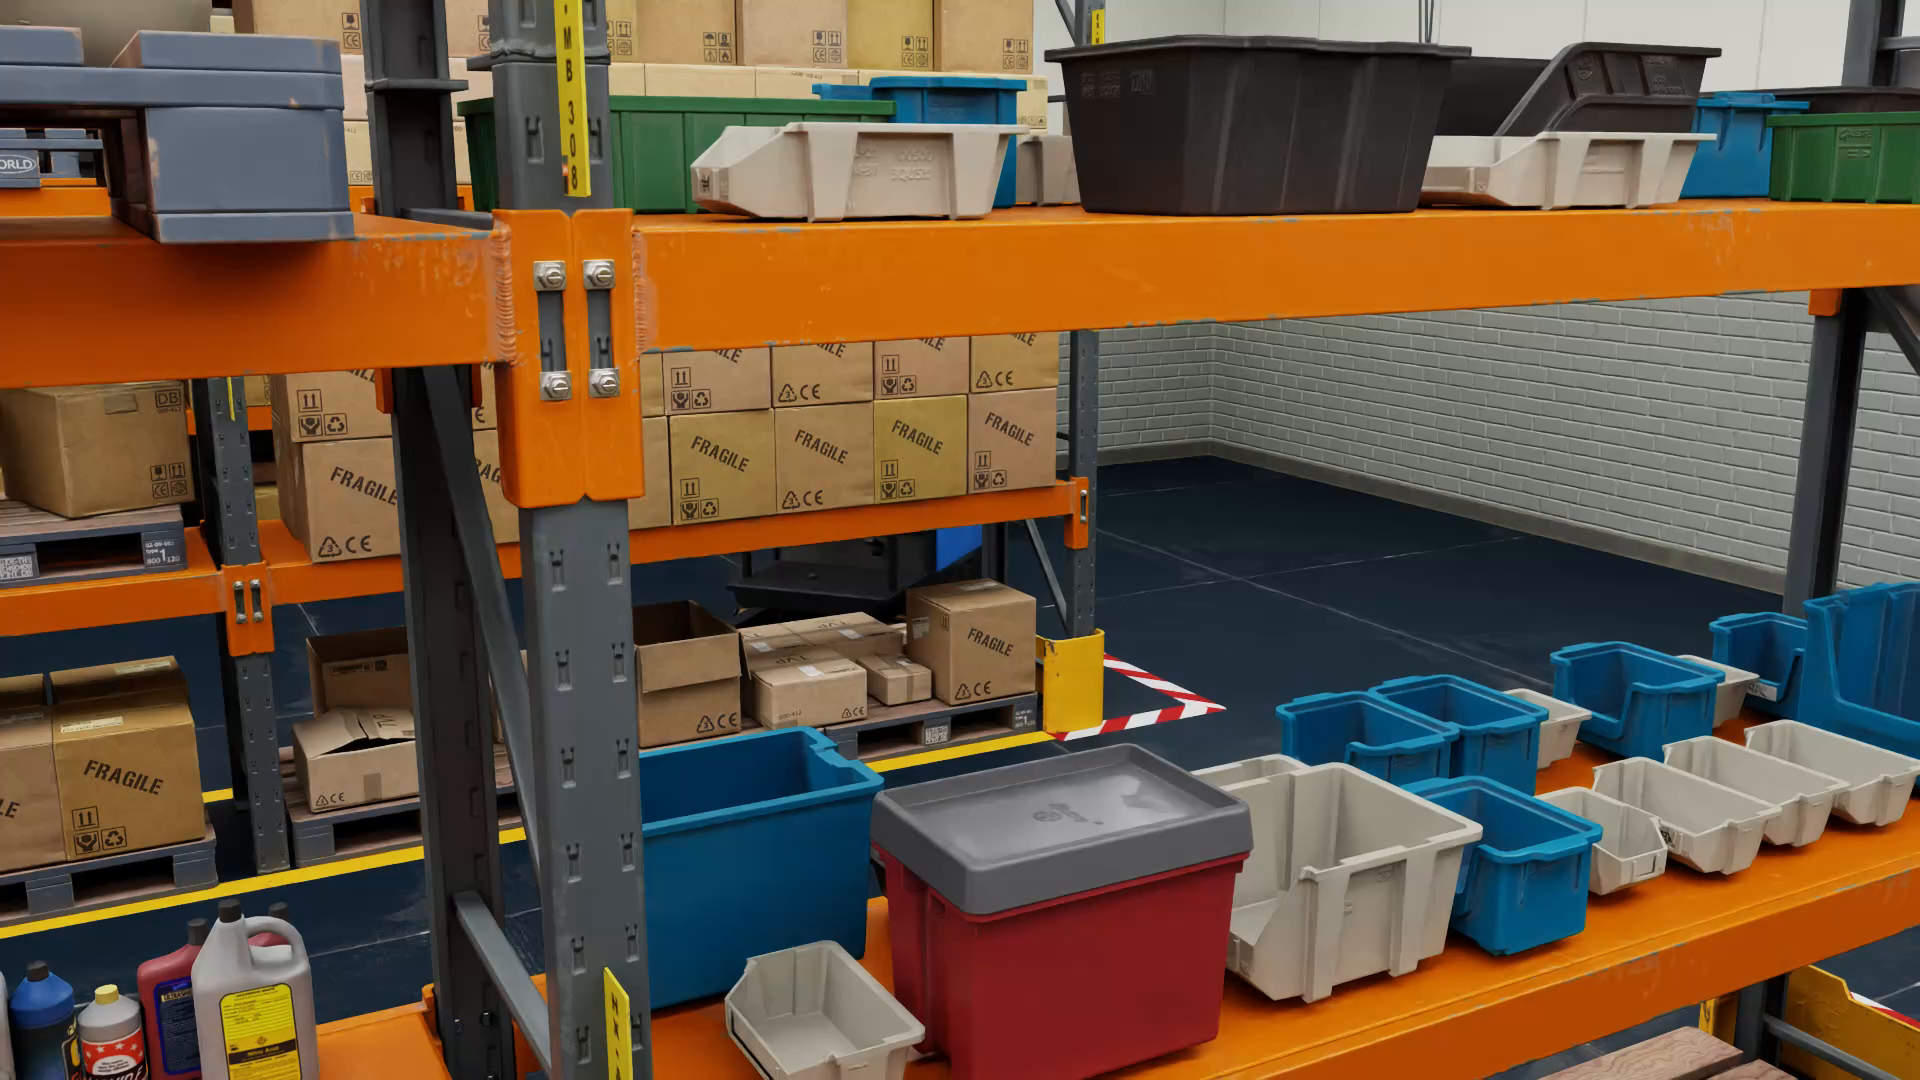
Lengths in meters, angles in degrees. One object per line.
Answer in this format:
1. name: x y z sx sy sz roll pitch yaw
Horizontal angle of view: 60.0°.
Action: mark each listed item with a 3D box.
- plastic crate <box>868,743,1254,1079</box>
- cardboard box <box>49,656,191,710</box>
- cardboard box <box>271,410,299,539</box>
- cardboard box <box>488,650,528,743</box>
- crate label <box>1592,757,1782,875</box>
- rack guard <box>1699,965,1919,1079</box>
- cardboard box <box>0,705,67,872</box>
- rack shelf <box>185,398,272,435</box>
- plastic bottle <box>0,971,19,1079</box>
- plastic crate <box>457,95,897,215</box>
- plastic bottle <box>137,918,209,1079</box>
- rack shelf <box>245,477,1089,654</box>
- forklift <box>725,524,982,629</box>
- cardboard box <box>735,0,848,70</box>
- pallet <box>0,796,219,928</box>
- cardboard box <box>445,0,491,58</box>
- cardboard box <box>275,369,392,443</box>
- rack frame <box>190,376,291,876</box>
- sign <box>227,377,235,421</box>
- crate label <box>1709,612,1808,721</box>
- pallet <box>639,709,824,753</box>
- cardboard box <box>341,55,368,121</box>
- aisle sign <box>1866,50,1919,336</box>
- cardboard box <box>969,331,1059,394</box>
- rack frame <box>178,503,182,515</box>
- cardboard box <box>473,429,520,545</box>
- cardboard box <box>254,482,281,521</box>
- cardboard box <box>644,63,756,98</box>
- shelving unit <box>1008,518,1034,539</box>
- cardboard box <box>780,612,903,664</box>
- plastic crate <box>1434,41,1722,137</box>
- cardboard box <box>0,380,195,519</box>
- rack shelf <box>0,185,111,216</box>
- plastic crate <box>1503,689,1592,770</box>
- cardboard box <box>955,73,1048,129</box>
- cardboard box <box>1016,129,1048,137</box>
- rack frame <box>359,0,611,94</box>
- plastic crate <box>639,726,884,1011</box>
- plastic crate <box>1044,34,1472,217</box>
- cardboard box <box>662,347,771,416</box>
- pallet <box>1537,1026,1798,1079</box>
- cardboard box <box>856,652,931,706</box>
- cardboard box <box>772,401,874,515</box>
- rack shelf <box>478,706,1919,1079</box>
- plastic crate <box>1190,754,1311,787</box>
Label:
1. plastic crate: 0.177 0.679 2.977 0.583 0.464 0.402 -7 14 -28
2. cardboard box: -3.639 0.839 7.240 0.500 0.500 0.500 -8 15 -30
3. cardboard box: -2.782 -0.320 7.474 0.500 0.500 0.500 -7 14 -27
4. cardboard box: -2.075 0.734 8.138 0.500 0.311 0.500 -7 14 -28
5. crate label: 1.660 0.646 3.869 0.243 0.136 0.396 -7 14 -28
6. rack guard: 2.798 1.579 4.954 0.348 0.500 1.175 -7 14 -28
7. cardboard box: -3.831 0.993 6.557 0.500 0.500 0.500 -7 14 -28
8. rack shelf: -3.719 -0.983 12.285 4.000 0.370 1.077 -7 14 -28
9. plastic bottle: -1.637 0.860 2.740 0.135 0.276 0.152 -7 14 -28
10. plastic crate: -0.500 -0.678 2.938 0.662 0.188 0.450 -7 14 -28
11. plastic bottle: -1.371 0.813 2.932 0.133 0.283 0.061 -7 14 -28
12. rack shelf: -1.342 -0.029 8.045 4.000 0.370 1.077 -7 14 -28
13. forklift: -0.781 -0.864 10.274 1.130 2.935 3.031 5 13 20
14. cardboard box: -0.897 -2.424 7.710 0.500 0.500 0.700 -7 14 -28
15. pallet: -3.793 1.284 6.925 1.213 0.211 1.003 -7 14 -28
16. cardboard box: -2.182 -2.253 6.953 0.500 0.500 0.700 -7 14 -28
17. cardboard box: -2.549 -0.702 6.890 0.500 0.500 0.500 -6 14 -26
18. rack frame: -3.097 -0.170 7.031 0.127 3.000 1.000 -7 14 -28
19. sign: -2.828 -0.628 6.430 0.005 0.325 0.100 -7 14 -28
20. crate label: 2.409 0.379 4.836 0.303 0.233 0.416 -7 14 -28
21. pallet: -1.422 0.990 8.232 1.213 0.211 1.003 -7 14 -28
22. cardboard box: -2.552 -1.807 6.678 0.500 0.250 0.500 -7 14 -28
23. aisle sign: 2.704 -0.969 4.660 0.004 0.787 0.394 -7 14 -28
24. cardboard box: 0.155 -1.027 8.337 0.500 0.500 0.500 -7 14 -28
25. rack frame: -5.474 -1.124 11.271 0.127 3.000 1.000 -7 14 -28
26. cardboard box: -2.072 -0.274 7.267 0.500 0.500 0.500 -7 14 -27
27. cardboard box: -4.769 -0.168 11.761 0.500 0.500 0.700 -7 14 -27
28. cardboard box: -1.230 -1.963 7.371 0.500 0.250 0.500 -7 14 -28
29. shelving unit: 0.006 -0.549 12.989 1.048 1.125 0.538 -7 14 -28
30. cardboard box: -0.639 0.592 8.910 0.500 0.250 0.500 -7 14 -28
31. plastic crate: 1.311 -0.961 3.856 0.767 0.338 0.504 -7 14 -28
32. cardboard box: -3.620 -0.417 6.944 0.700 0.500 0.500 11 17 41
33. rack shelf: -4.853 -1.072 5.846 4.000 0.370 1.077 -7 14 -28
34. plastic crate: 1.493 0.516 4.450 0.298 0.136 0.250 -7 14 -28
35. cardboard box: 0.085 -2.121 8.075 0.500 0.250 0.500 -7 14 -28
36. cardboard box: 0.089 -1.876 8.122 0.500 0.250 0.500 -7 14 -28
37. rack frame: -0.727 -2.141 2.129 0.127 3.000 1.000 -7 14 -28
38. plastic crate: -0.481 0.649 3.293 0.575 0.384 0.392 -7 14 -28
39. plastic crate: 0.494 -0.692 2.819 0.590 0.269 0.497 -7 14 -28
40. cardboard box: -1.192 -0.864 7.613 0.500 0.500 0.500 -6 14 -26
41. pallet: 2.041 1.804 4.611 1.213 0.211 1.003 -7 14 -28
42. cardboard box: -0.344 0.707 8.586 0.250 0.166 0.380 -7 14 -28
43. cardboard box: -0.743 -0.433 7.973 0.500 0.500 0.500 -7 14 -27
44. rack shelf: 1.028 0.926 3.802 4.000 0.370 1.077 -7 14 -28
45. plastic crate: 0.657 0.644 3.881 0.466 0.136 0.293 -7 14 -28
